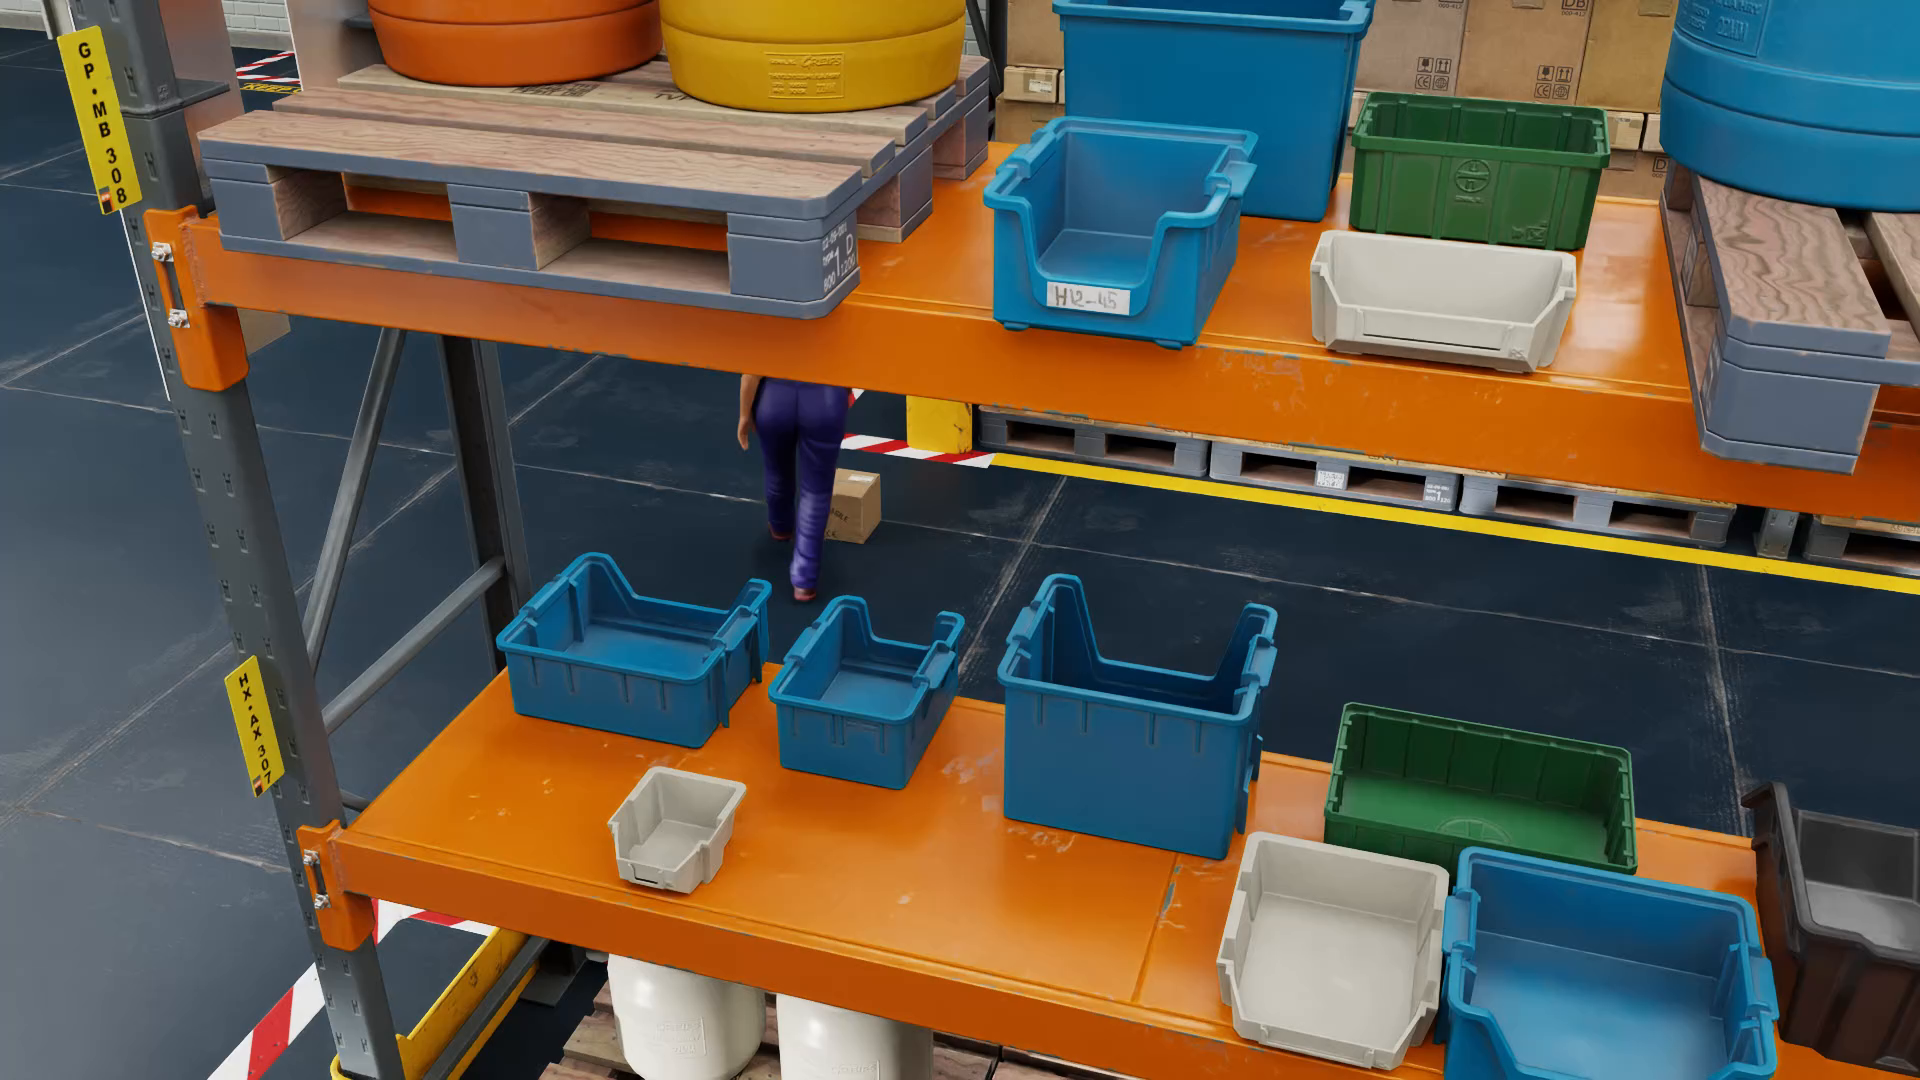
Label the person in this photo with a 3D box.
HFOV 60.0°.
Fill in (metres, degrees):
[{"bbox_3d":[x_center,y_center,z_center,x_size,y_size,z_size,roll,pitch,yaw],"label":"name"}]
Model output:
[{"bbox_3d":[-0.669,-0.611,7.205,0.523,1.624,0.786,1,29,2],"label":"person"}]
